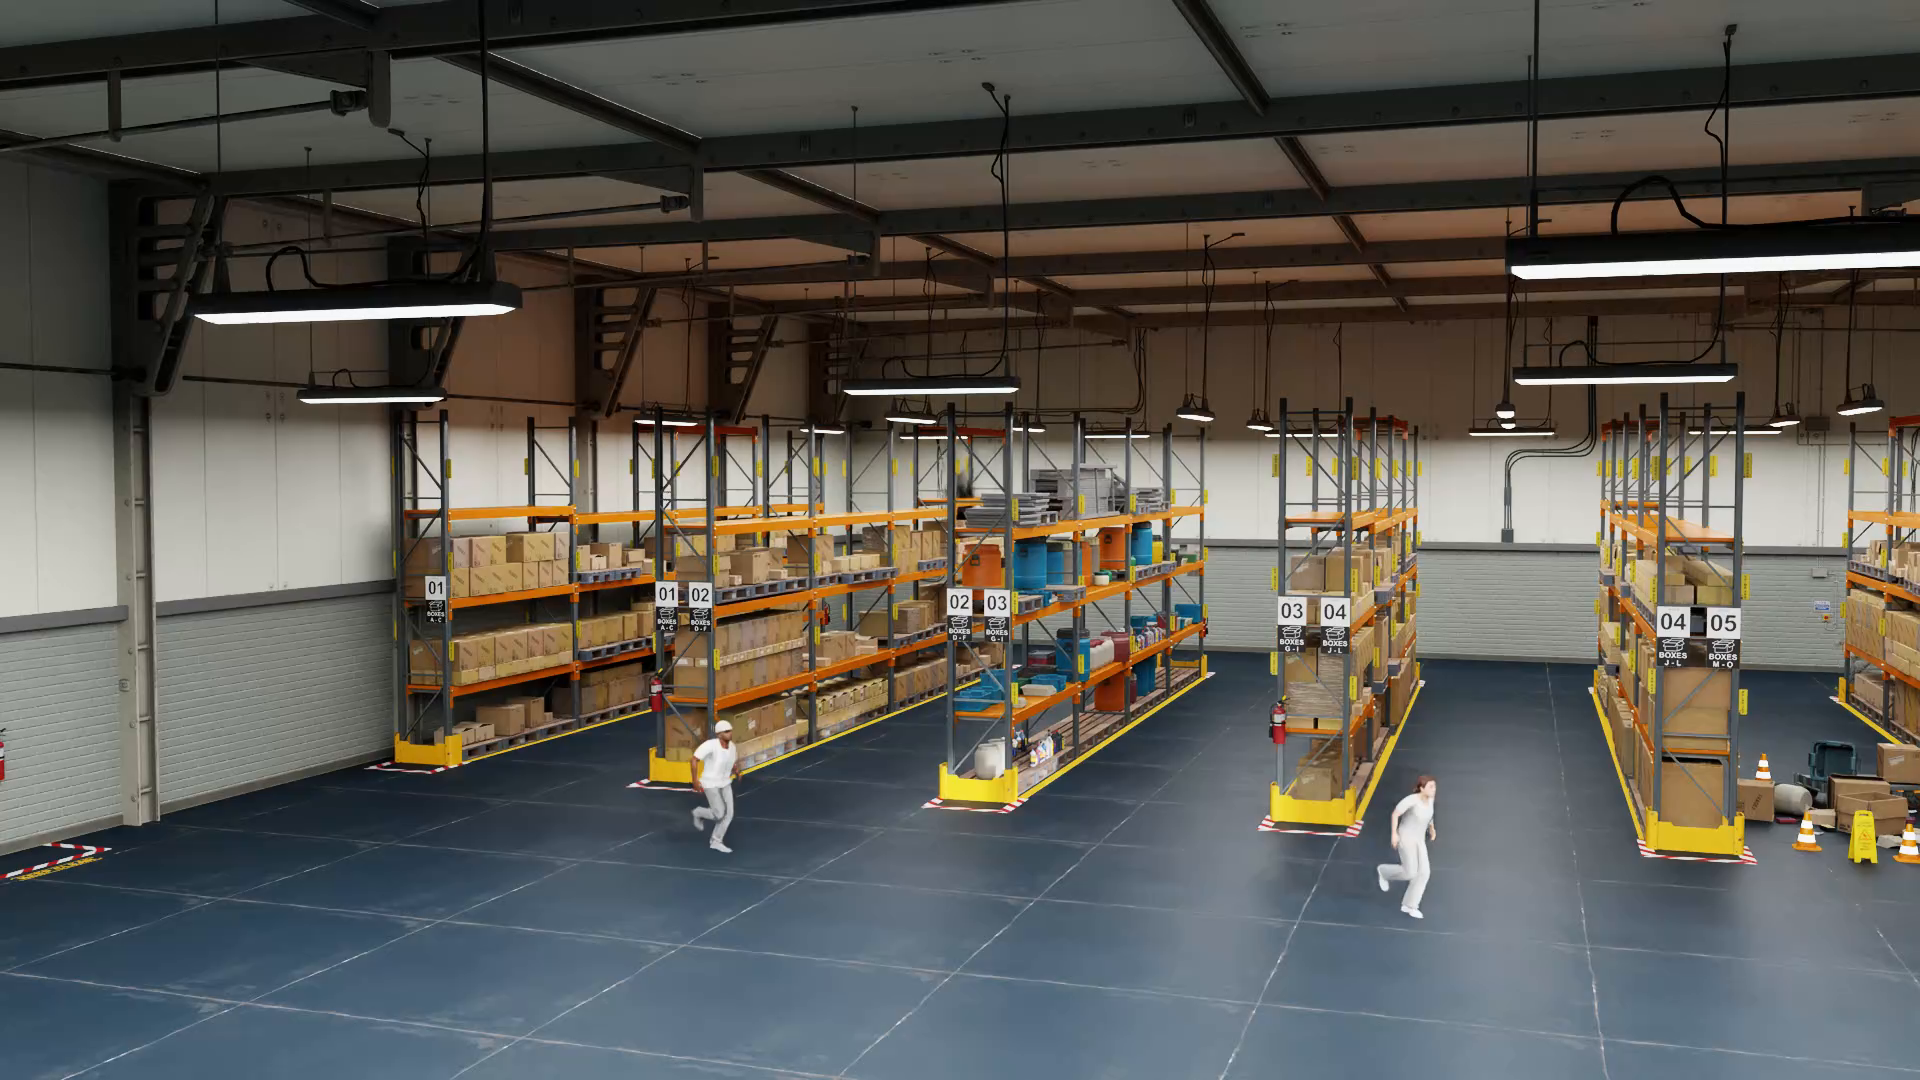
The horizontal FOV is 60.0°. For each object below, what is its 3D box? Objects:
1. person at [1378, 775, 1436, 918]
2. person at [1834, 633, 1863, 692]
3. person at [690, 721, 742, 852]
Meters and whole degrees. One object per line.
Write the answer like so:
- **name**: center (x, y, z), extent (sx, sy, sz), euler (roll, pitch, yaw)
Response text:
- **person**: center (5.054, 3.418, 18.799), extent (0.559, 1.612, 0.778), euler (-2, 3, -38)
- **person**: center (19.895, 2.540, 37.005), extent (0.751, 1.749, 0.684), euler (0, 2, 10)
- **person**: center (-3.225, 3.225, 21.882), extent (0.702, 1.718, 0.739), euler (2, 3, 38)
